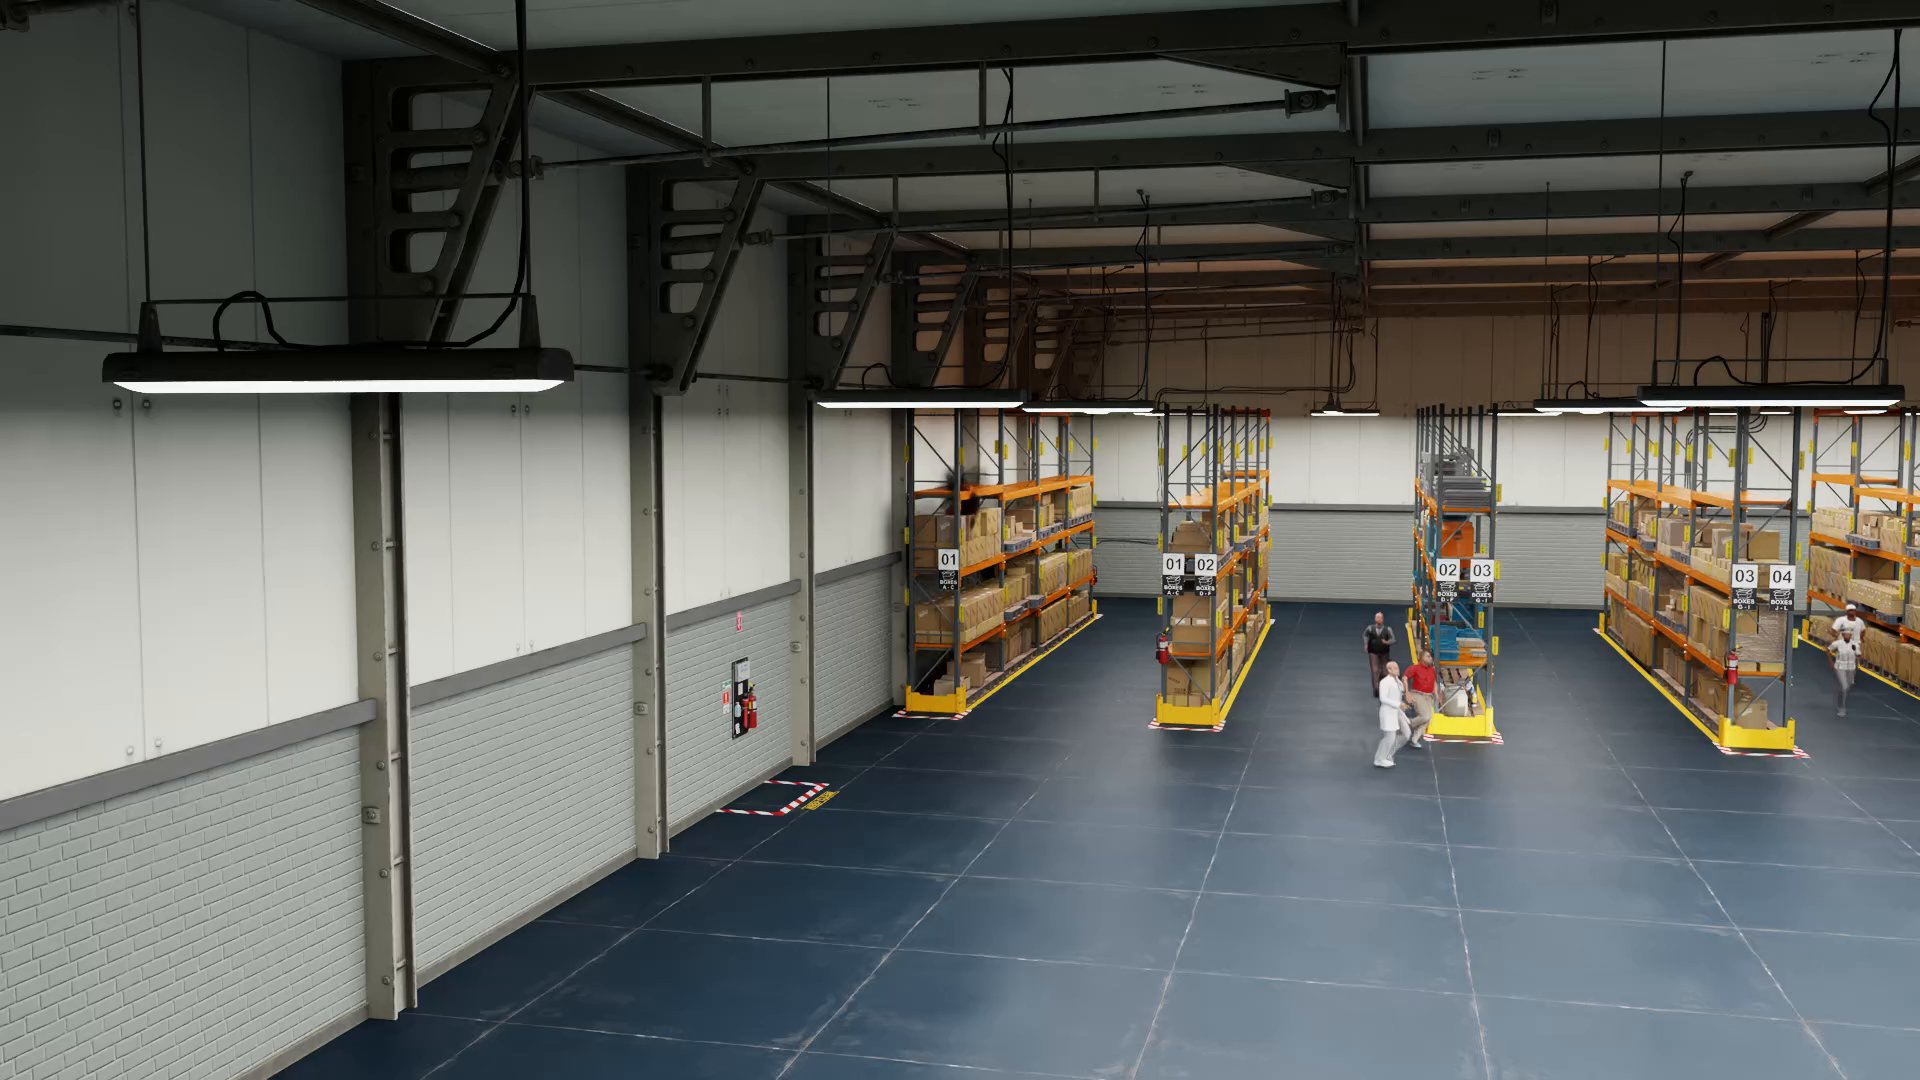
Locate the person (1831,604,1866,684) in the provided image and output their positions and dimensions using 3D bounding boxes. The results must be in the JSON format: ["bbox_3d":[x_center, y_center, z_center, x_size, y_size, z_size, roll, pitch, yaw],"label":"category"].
[{"bbox_3d":[19.260,2.245,36.023,0.690,1.721,0.589,1,4,7],"label":"person"}]

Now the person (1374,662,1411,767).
[{"bbox_3d":[7.123,2.863,27.232,0.680,1.756,0.747,4,6,44],"label":"person"}]

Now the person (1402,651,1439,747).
[{"bbox_3d":[8.127,2.780,29.087,0.700,1.651,0.535,-2,5,-31],"label":"person"}]

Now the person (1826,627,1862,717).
[{"bbox_3d":[17.163,2.550,32.237,0.562,1.753,0.757,0,4,5],"label":"person"}]

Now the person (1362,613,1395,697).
[{"bbox_3d":[8.654,2.359,34.376,0.666,1.699,0.930,1,4,11],"label":"person"}]
